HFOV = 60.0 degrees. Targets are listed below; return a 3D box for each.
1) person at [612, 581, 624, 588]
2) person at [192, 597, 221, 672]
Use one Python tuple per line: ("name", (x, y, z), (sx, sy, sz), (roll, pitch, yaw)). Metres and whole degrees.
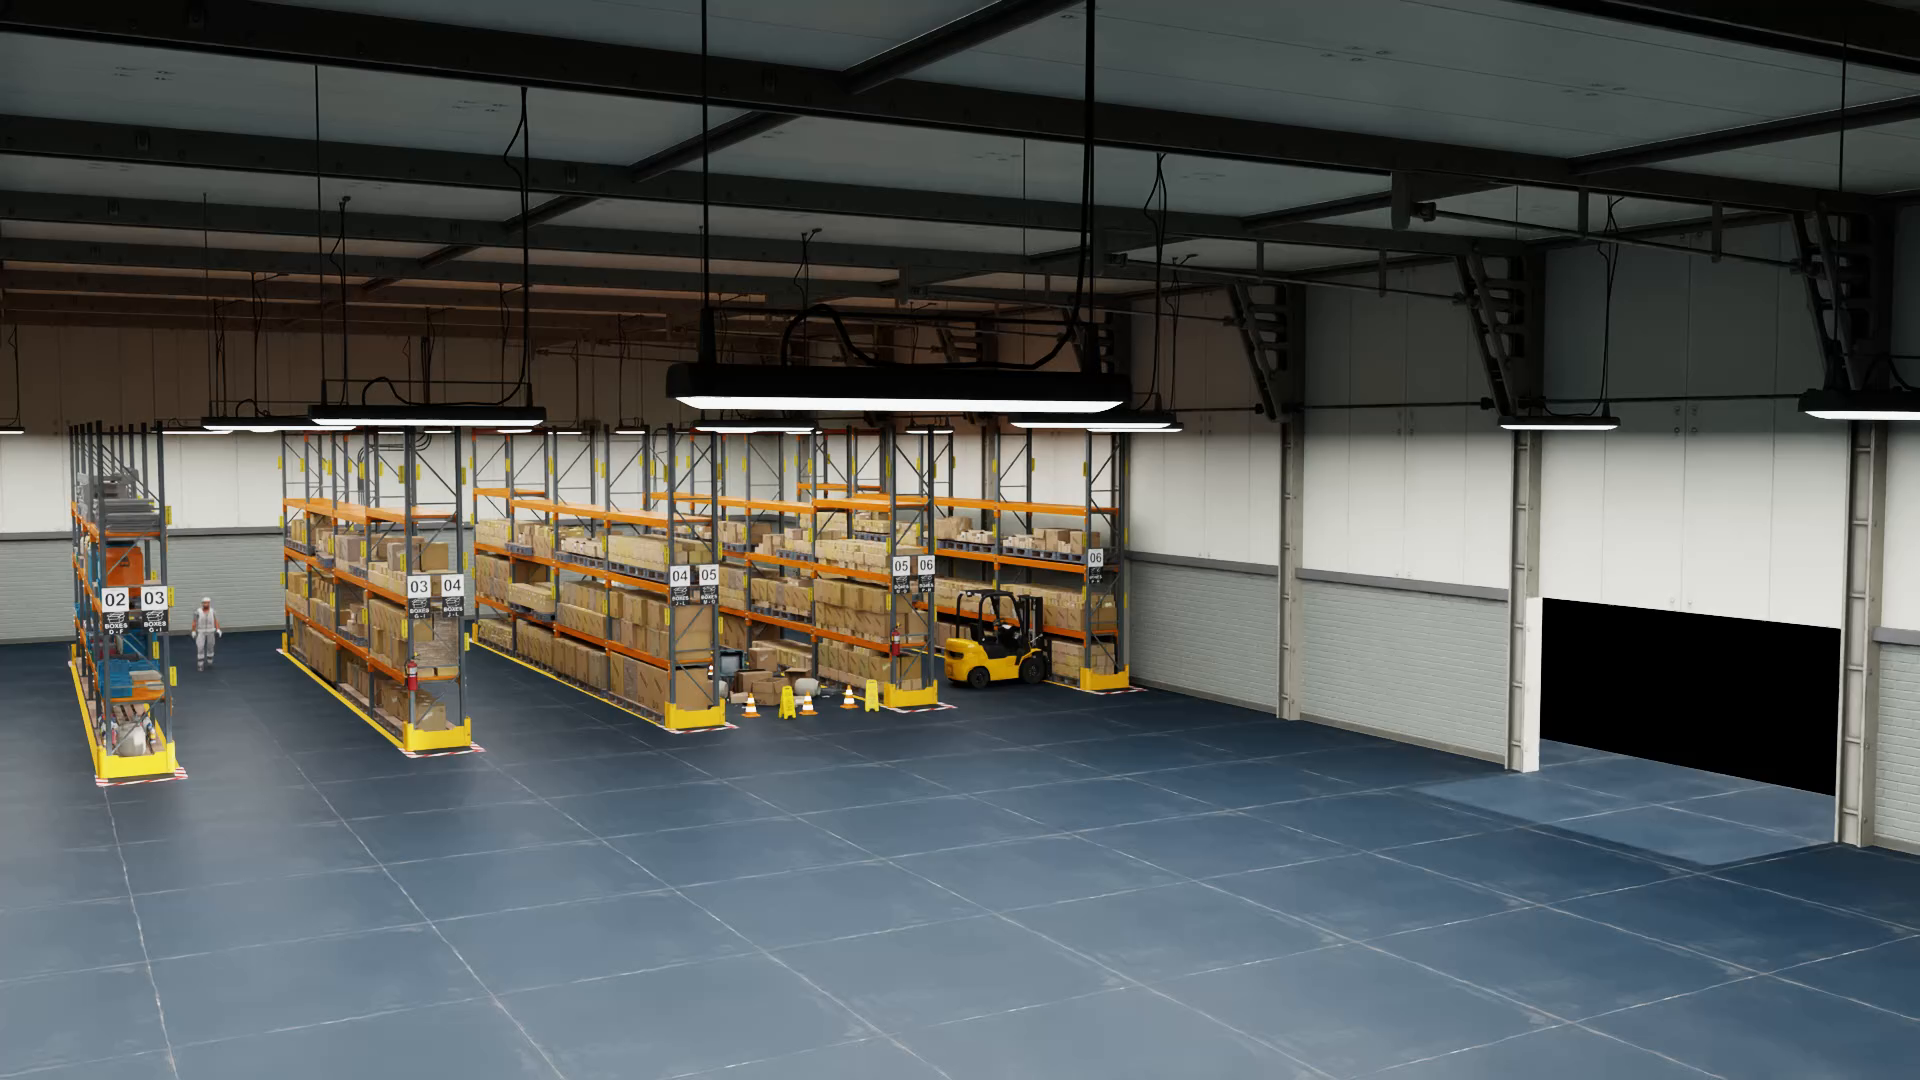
("person", (-10.323, 1.783, 49.615), (0.695, 1.707, 0.840), (2, 4, 26))
("person", (-18.584, 2.305, 41.002), (0.683, 1.794, 0.904), (-1, 4, -20))
